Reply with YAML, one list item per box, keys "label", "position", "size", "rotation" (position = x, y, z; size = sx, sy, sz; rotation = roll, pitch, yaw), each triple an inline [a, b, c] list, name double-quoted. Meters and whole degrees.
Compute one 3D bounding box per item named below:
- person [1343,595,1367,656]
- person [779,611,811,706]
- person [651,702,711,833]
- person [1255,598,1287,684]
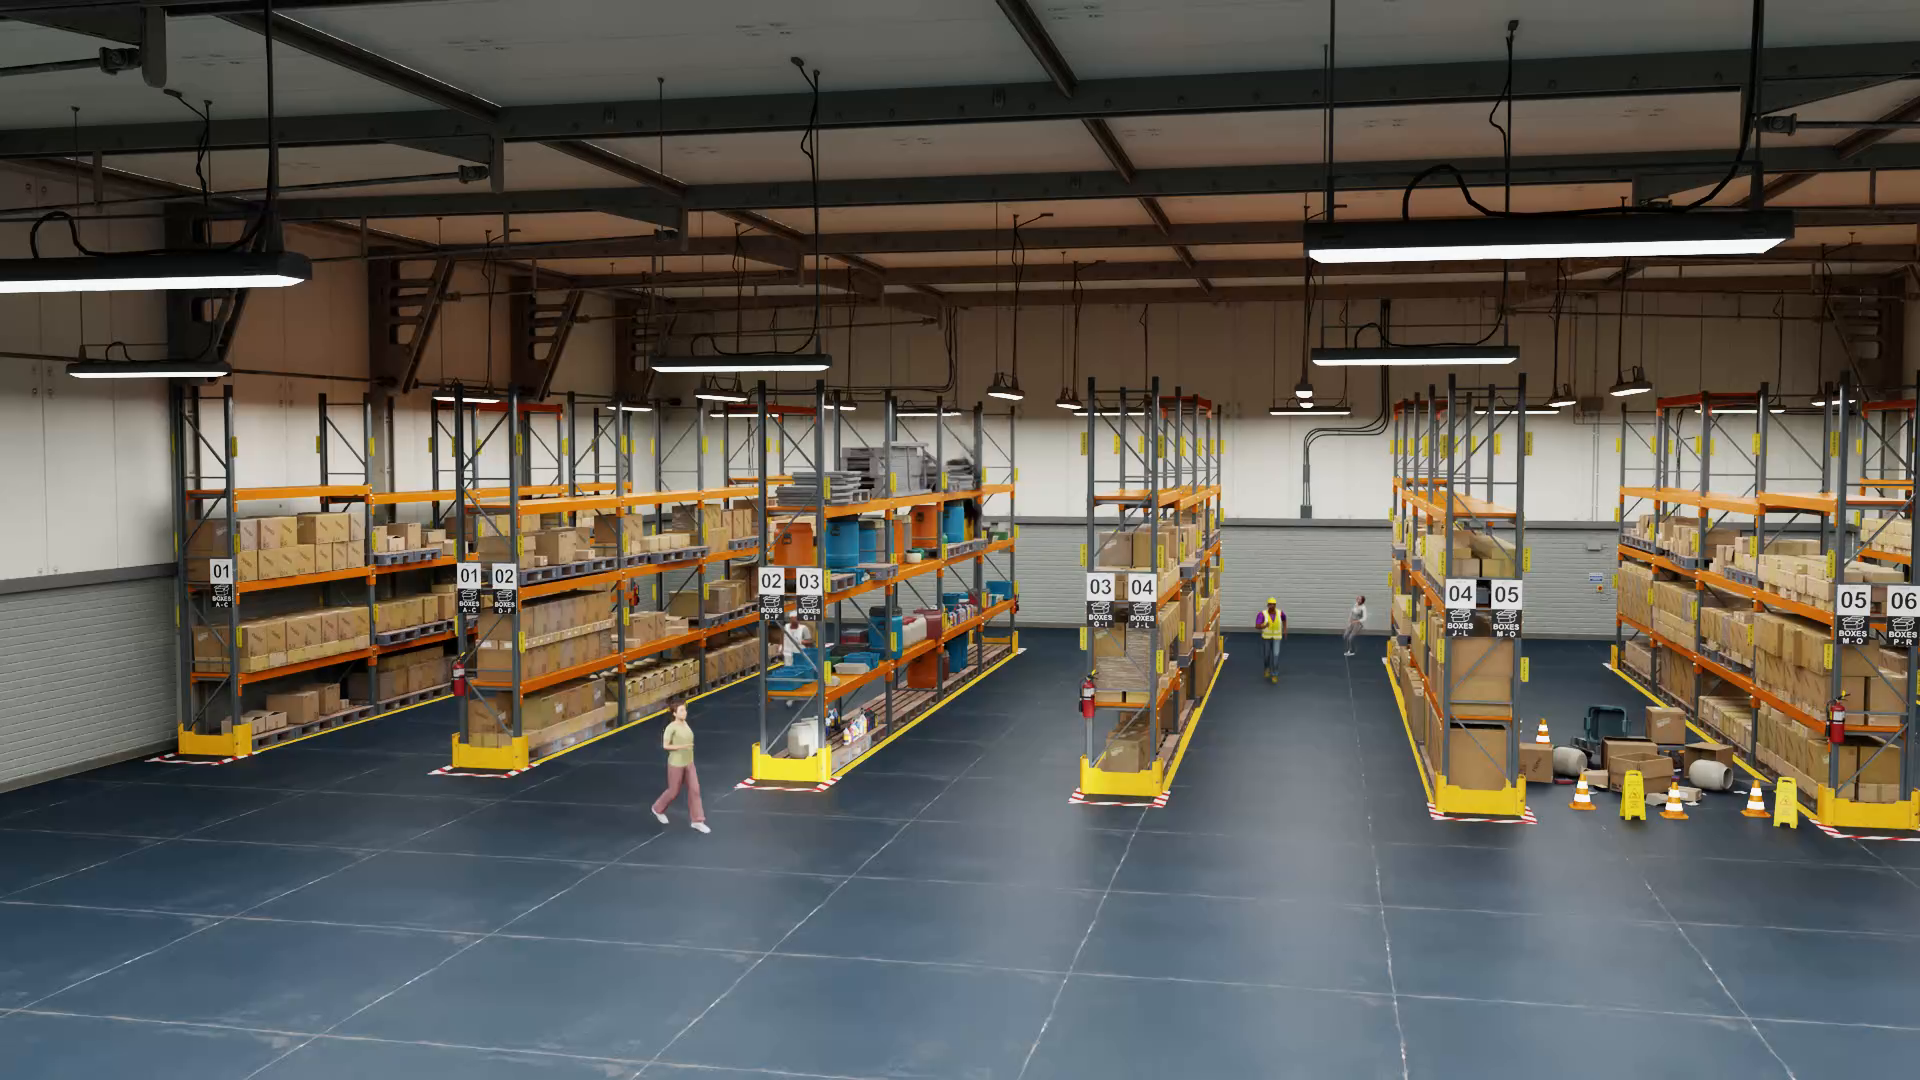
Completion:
- label: "person"
  position: [9.385, 2.032, 39.606]
  size: [0.494, 1.492, 0.728]
  rotation: [-2, 4, -35]
- label: "person"
  position: [-3.205, 2.269, 32.324]
  size: [0.674, 1.803, 0.956]
  rotation: [0, 3, 4]
- label: "person"
  position: [-3.641, 2.934, 21.606]
  size: [0.951, 1.668, 0.574]
  rotation: [2, 4, 34]
- label: "person"
  position: [6.623, 2.109, 35.407]
  size: [0.689, 1.777, 0.953]
  rotation: [0, 3, 6]
